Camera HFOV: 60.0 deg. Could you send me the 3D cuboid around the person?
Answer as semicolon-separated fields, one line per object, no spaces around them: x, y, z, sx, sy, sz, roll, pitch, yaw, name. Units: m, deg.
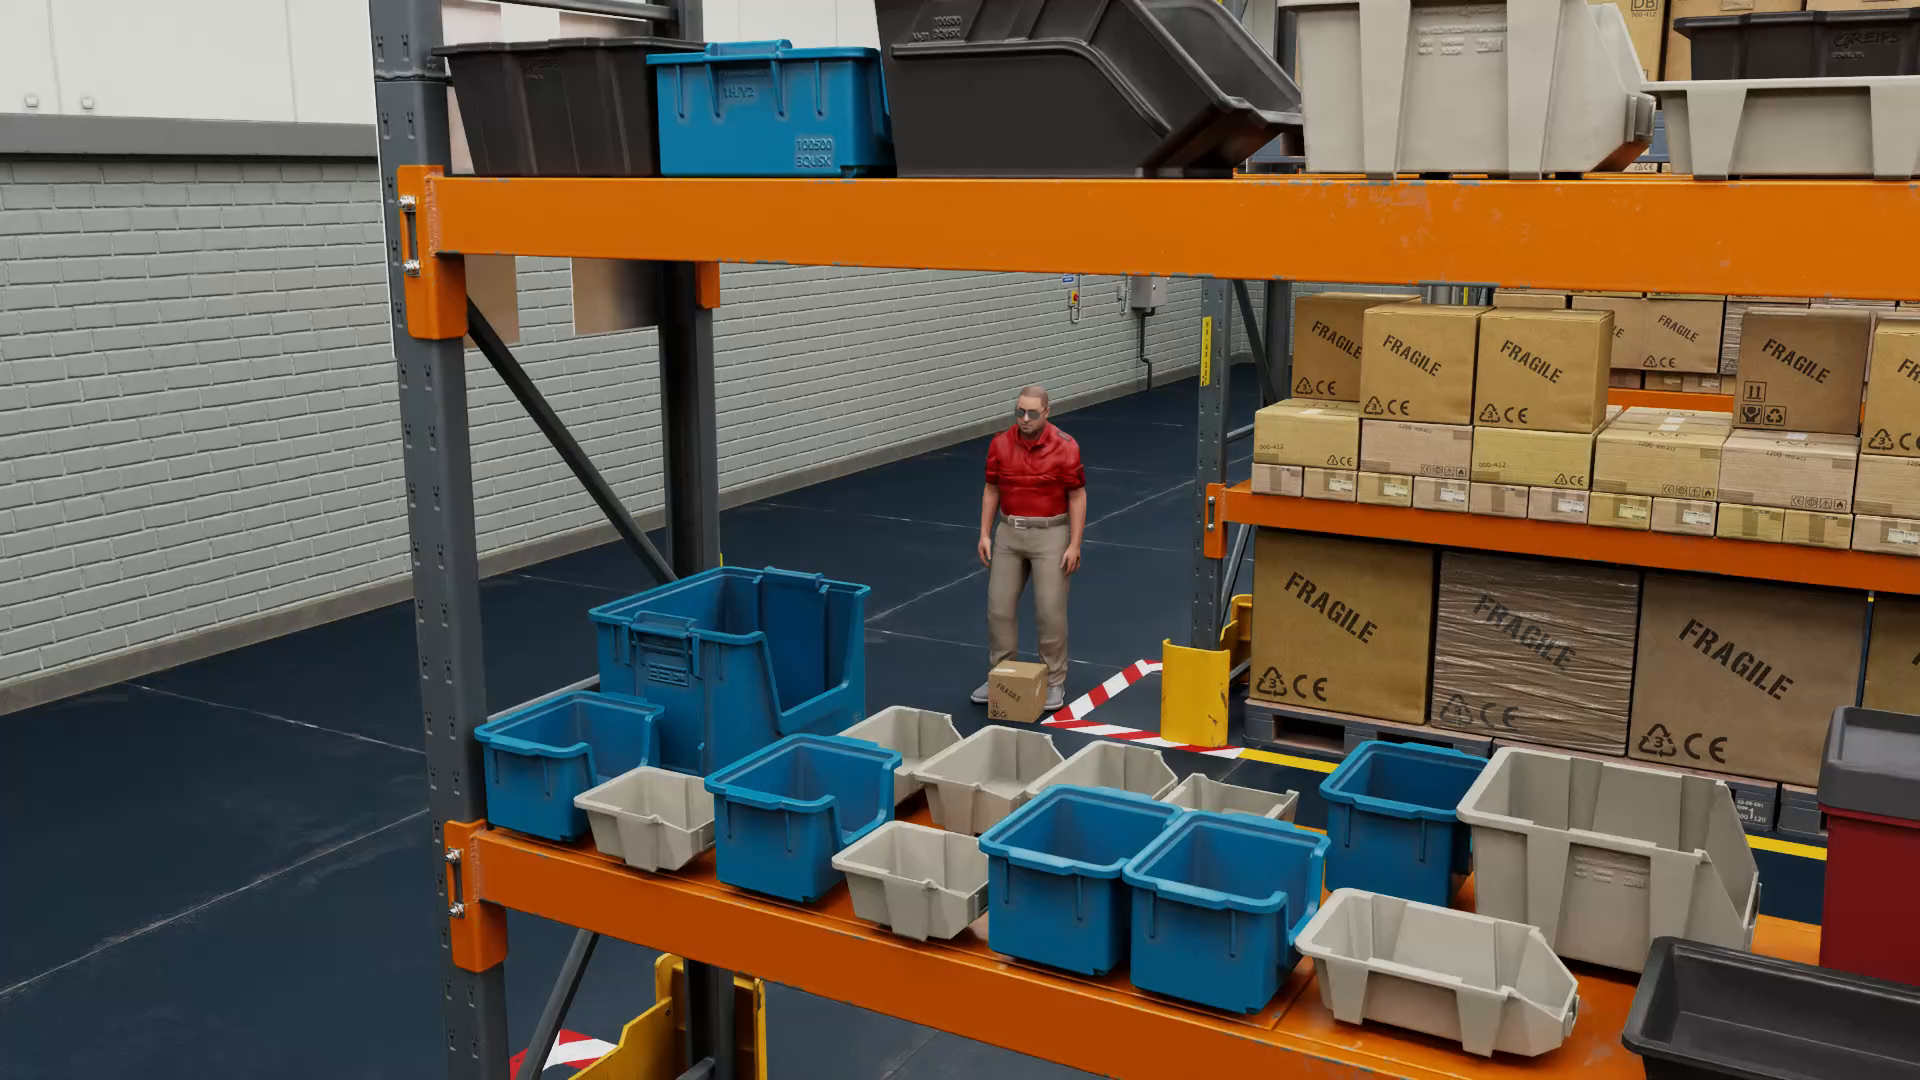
0.377;0.026;8.887;0.583;1.726;0.397;5;13;21;person
